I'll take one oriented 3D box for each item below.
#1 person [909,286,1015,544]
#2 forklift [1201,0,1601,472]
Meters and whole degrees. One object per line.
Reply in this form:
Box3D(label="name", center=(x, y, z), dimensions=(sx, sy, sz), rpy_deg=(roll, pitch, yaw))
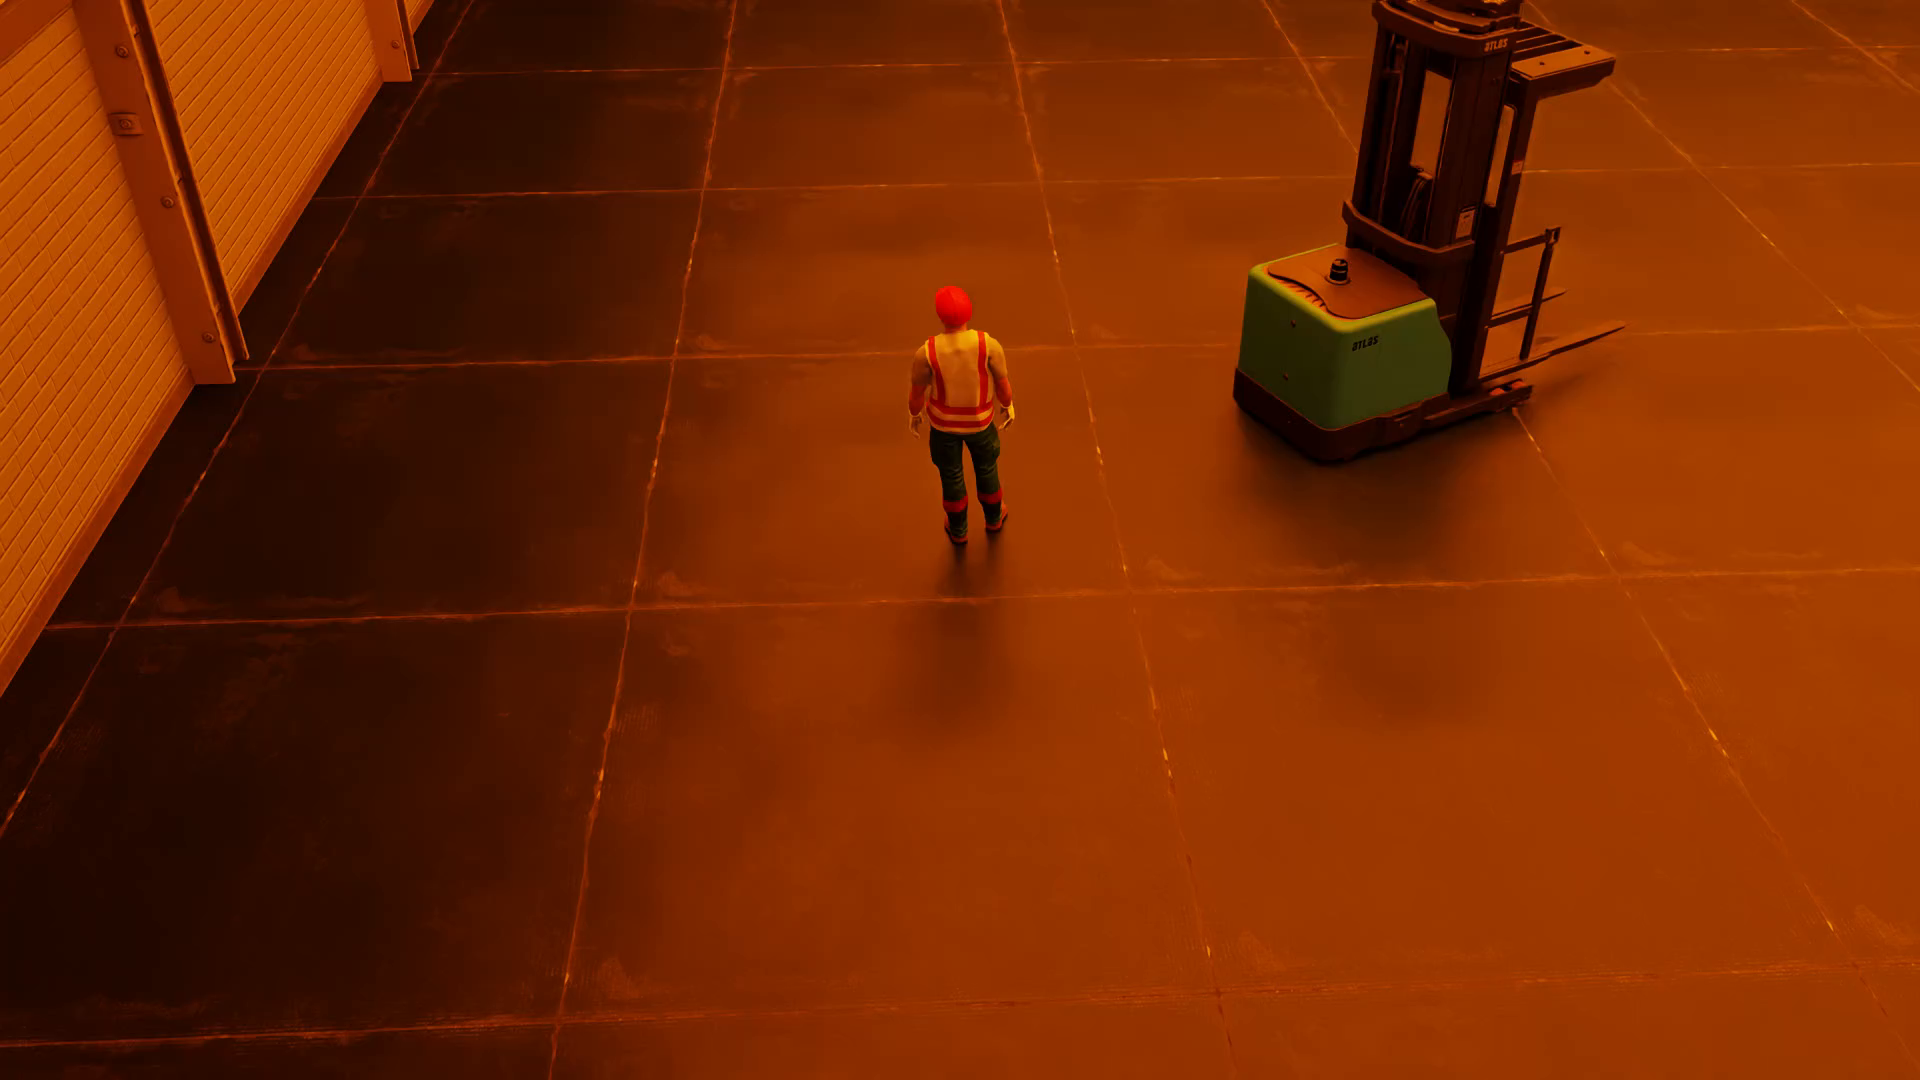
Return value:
Box3D(label="person", center=(0.009, -0.777, 10.034), dimensions=(0.637, 1.788, 0.563), rpy_deg=(-2, 36, -2))
Box3D(label="forklift", center=(3.229, -2.260, 11.113), dimensions=(3.031, 2.935, 1.130), rpy_deg=(-18, 40, -23))
